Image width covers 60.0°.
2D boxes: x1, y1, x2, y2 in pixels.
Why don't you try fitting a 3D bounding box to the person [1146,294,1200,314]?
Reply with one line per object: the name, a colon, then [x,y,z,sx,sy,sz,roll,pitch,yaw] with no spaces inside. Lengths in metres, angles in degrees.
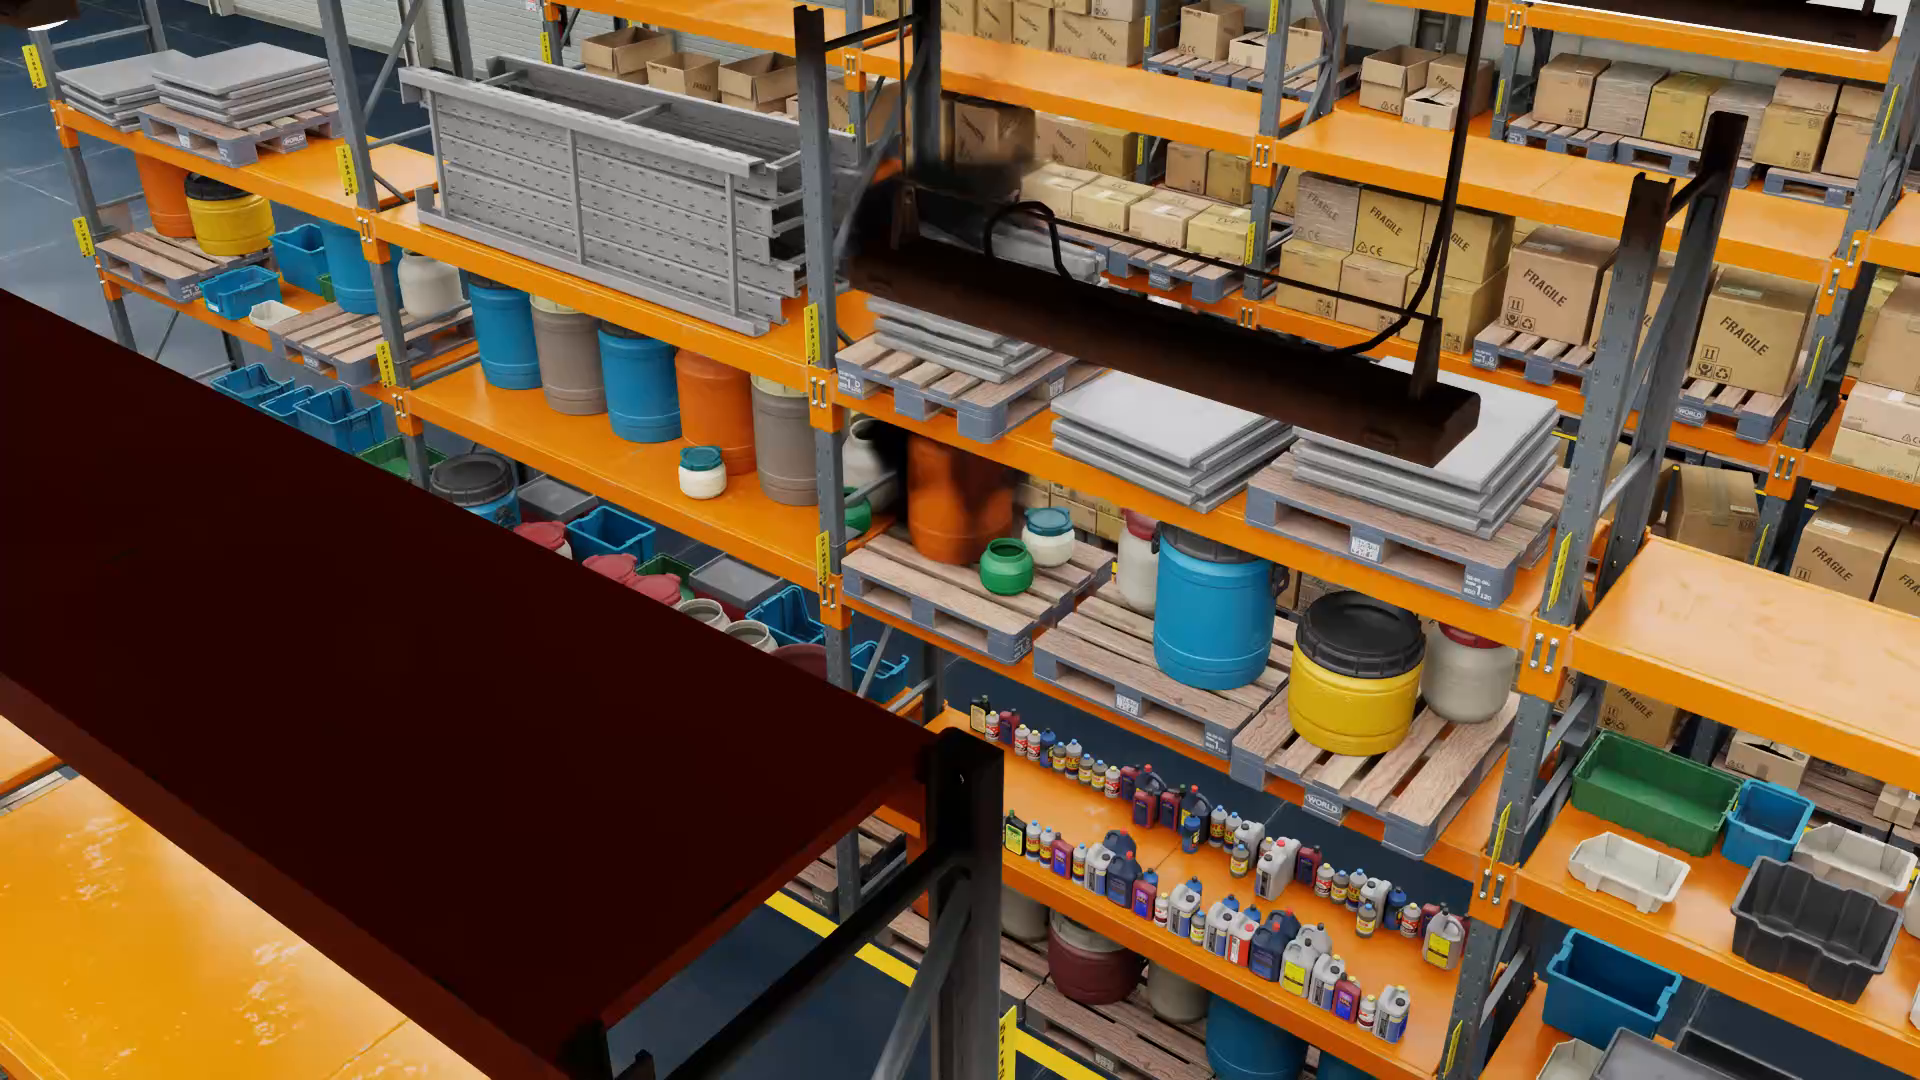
person: [2.101,-1.977,16.849,0.875,1.829,0.686,17,35,26]
